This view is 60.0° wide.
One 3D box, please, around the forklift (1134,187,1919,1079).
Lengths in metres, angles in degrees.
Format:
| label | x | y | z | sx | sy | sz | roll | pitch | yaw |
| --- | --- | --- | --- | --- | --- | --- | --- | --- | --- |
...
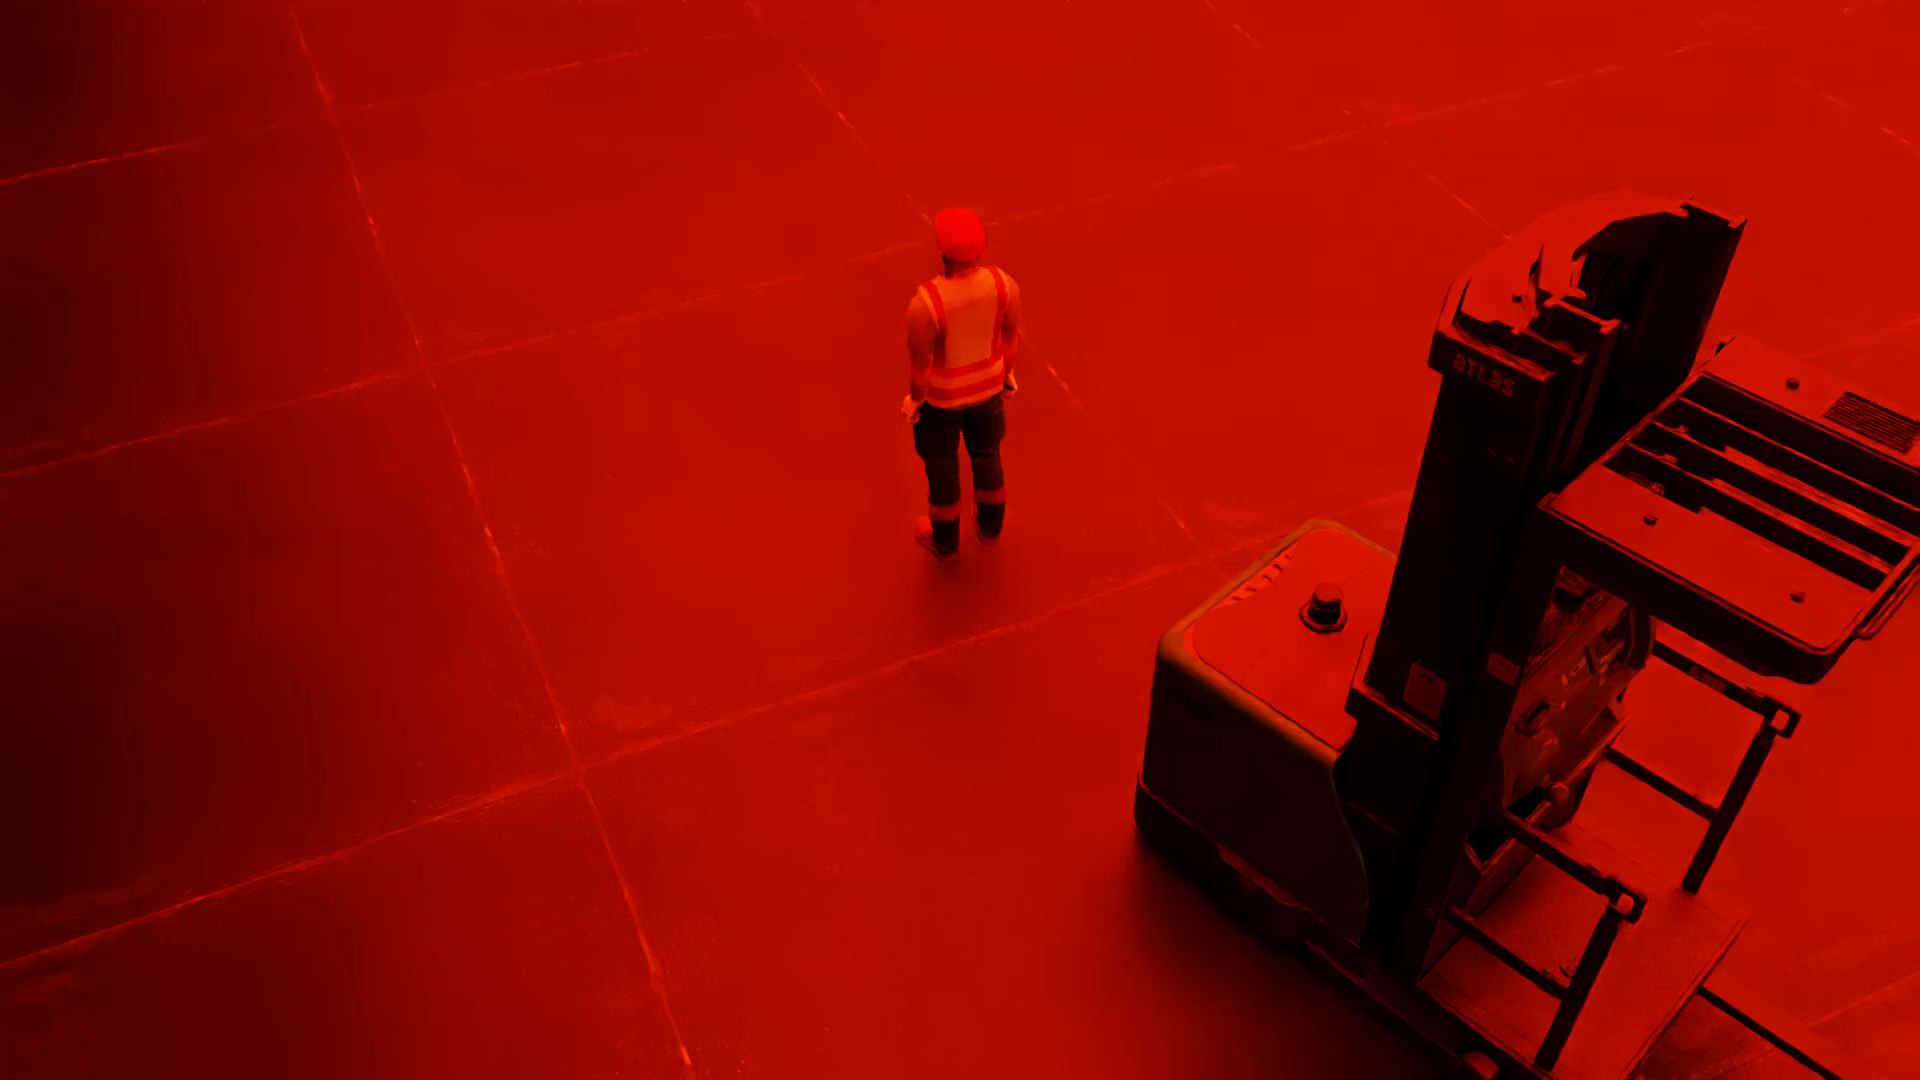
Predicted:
| label | x | y | z | sx | sy | sz | roll | pitch | yaw |
| --- | --- | --- | --- | --- | --- | --- | --- | --- | --- |
| forklift | 2.080 | 0.547 | 5.094 | 1.130 | 2.935 | 3.031 | -34 | 53 | -31 |

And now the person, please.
| label | x | y | z | sx | sy | sz | roll | pitch | yaw |
| --- | --- | --- | --- | --- | --- | --- | --- | --- | --- |
| person | -0.010 | -0.668 | 7.231 | 0.540 | 1.795 | 0.349 | -18 | 46 | -18 |
